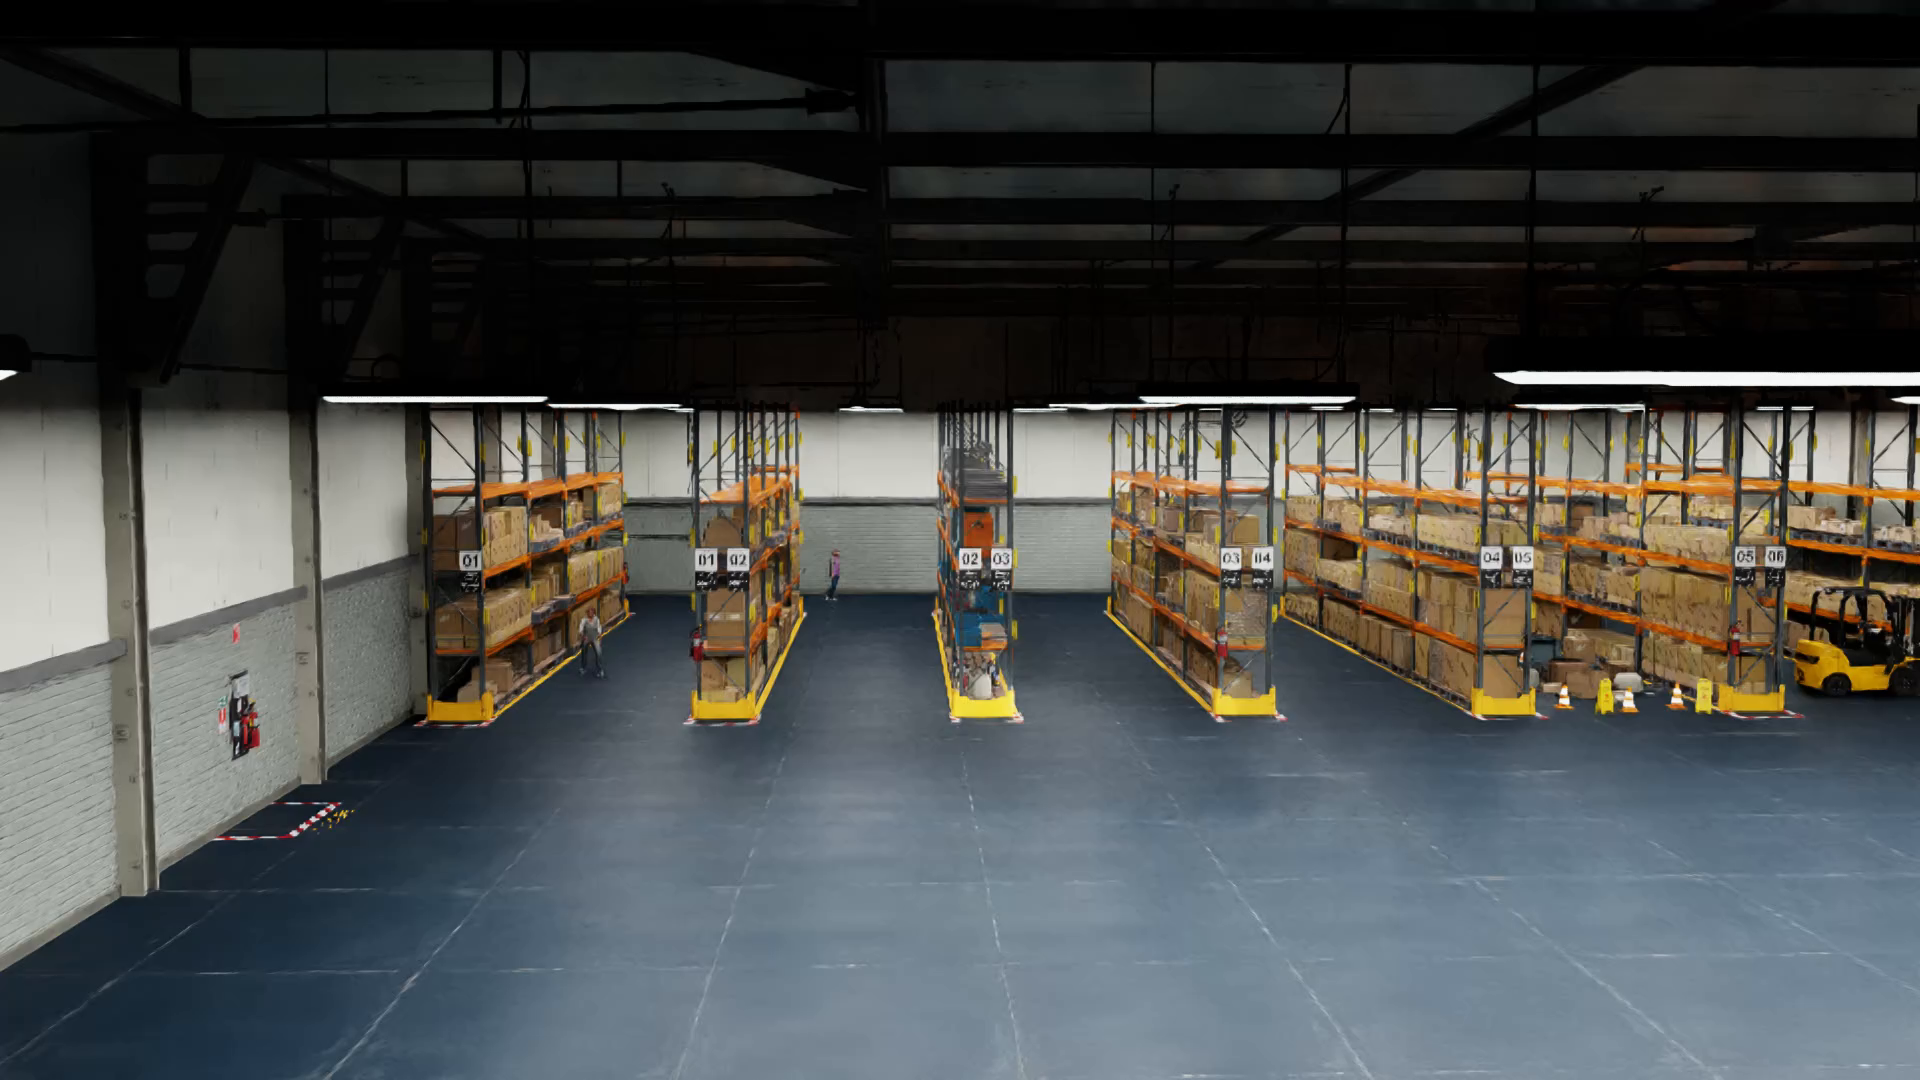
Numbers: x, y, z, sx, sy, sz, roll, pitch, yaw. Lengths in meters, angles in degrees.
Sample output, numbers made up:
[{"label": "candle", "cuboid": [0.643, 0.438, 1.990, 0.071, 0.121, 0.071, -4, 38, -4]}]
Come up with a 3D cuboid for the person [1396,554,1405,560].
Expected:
[{"label": "person", "cuboid": [12.801, 1.234, 48.250, 0.536, 1.669, 0.593, -2, 5, -21]}]

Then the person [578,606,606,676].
[{"label": "person", "cuboid": [-8.070, 2.189, 36.336, 0.562, 1.527, 0.782, -2, 5, -19]}]

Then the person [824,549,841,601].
[{"label": "person", "cuboid": [-3.887, 1.067, 50.766, 0.420, 1.588, 0.565, 2, 5, 29]}]
